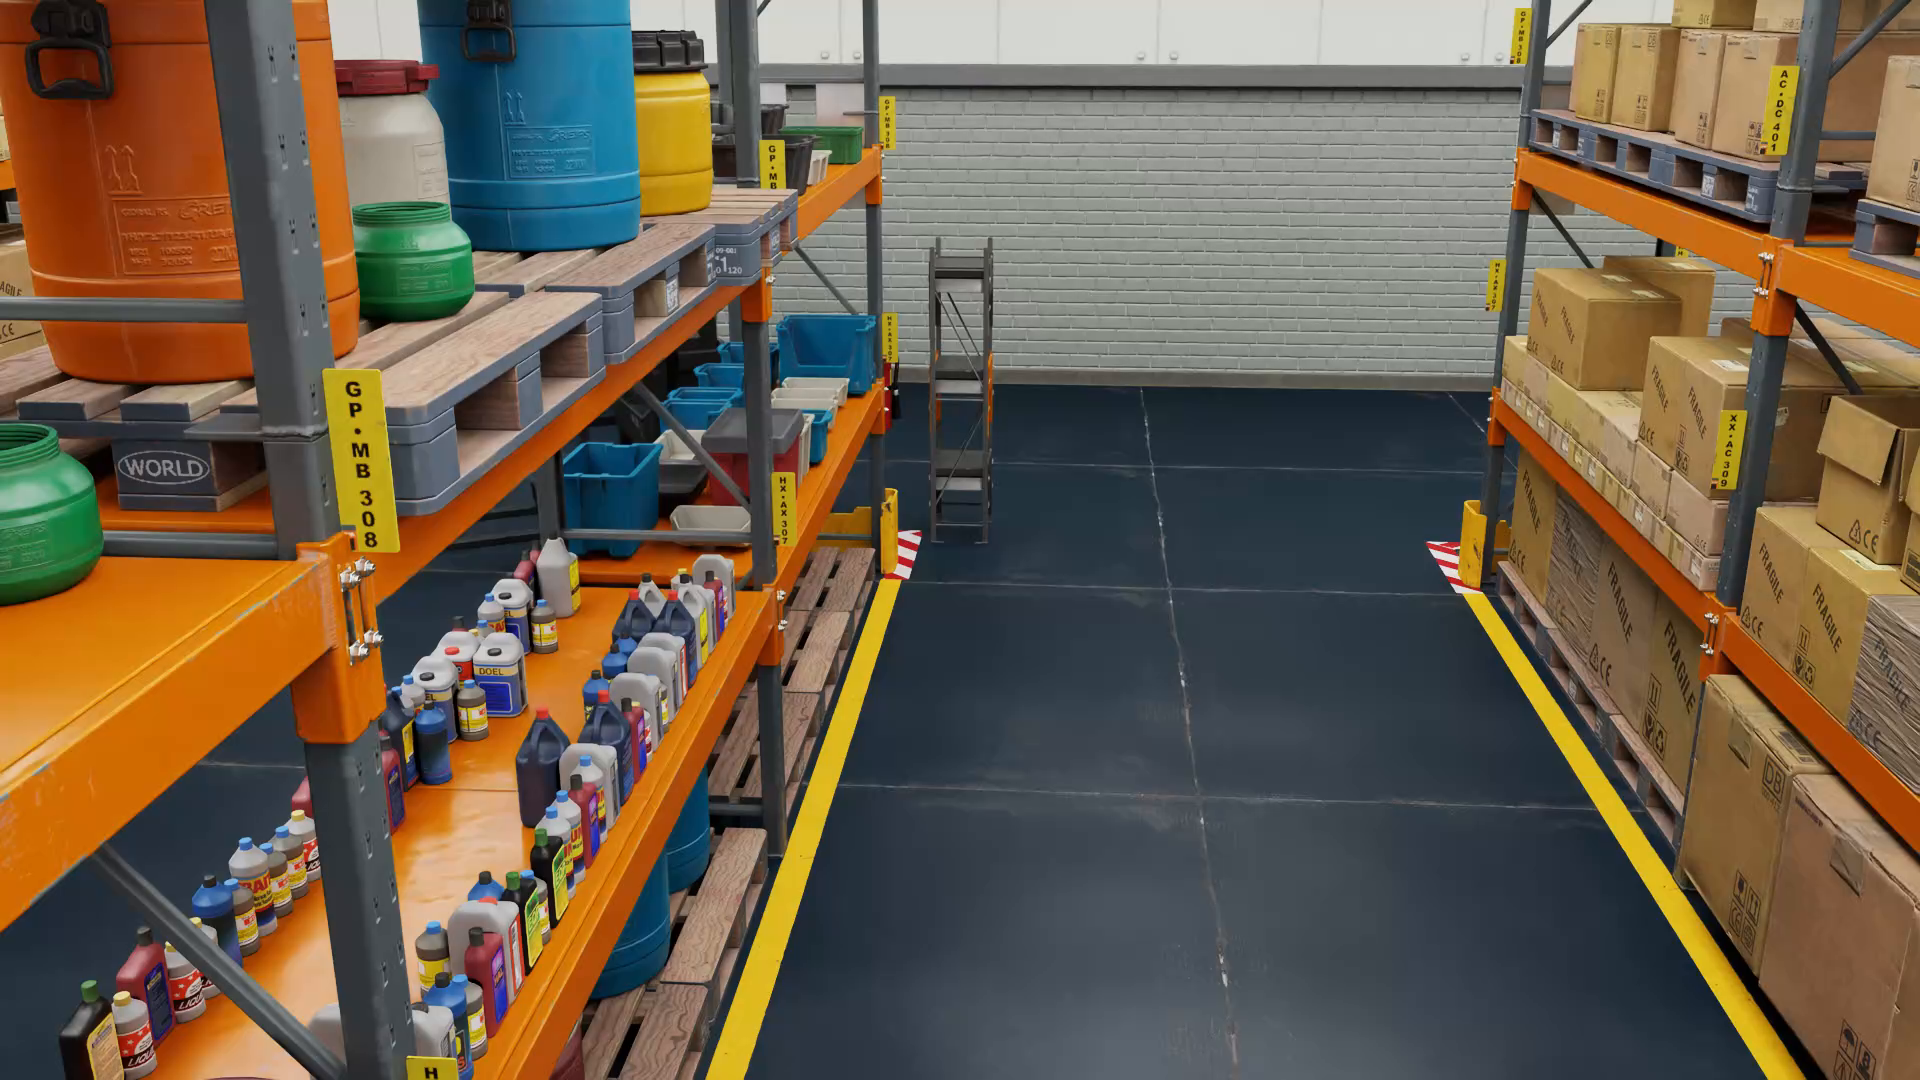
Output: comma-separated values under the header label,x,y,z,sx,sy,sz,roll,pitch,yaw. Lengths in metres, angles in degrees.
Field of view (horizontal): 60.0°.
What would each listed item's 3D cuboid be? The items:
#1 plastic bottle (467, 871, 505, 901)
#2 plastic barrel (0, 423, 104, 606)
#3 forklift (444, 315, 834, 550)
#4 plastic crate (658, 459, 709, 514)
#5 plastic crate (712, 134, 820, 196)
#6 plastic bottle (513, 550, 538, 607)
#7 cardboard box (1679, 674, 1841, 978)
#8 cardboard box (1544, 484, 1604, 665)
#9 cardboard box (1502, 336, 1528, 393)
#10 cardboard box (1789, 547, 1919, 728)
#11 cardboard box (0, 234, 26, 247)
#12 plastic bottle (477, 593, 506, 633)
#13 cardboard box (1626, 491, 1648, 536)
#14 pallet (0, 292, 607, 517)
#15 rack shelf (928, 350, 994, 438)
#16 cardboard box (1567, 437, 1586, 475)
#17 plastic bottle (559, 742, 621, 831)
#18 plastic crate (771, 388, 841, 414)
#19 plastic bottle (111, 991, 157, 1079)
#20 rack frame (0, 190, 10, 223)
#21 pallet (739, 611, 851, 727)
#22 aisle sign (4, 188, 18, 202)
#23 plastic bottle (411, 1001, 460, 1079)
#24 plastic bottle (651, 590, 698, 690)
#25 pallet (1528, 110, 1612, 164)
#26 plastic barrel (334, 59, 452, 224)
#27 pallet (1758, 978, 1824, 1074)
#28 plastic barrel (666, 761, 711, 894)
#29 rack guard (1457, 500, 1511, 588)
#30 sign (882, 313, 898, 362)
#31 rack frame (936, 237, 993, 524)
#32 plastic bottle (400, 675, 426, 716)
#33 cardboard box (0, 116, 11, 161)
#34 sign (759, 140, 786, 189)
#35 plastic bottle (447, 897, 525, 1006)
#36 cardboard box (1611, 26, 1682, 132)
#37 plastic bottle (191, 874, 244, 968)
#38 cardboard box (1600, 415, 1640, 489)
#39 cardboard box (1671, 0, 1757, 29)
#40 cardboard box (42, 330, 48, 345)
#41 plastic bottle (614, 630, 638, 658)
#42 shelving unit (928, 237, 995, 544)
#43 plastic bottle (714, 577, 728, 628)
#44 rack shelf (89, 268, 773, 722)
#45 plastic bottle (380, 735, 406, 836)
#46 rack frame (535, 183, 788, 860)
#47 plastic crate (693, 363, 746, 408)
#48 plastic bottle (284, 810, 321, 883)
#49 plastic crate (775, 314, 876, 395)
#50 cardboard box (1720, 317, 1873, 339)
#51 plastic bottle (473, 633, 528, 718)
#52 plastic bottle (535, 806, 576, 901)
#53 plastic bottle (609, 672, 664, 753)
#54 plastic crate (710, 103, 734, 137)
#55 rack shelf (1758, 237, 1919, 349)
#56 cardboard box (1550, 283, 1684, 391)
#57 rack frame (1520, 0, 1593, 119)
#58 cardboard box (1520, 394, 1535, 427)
label,x,y,z,sx,sy,sz,roll,pitch,yaw
plastic bottle,-1.219,0.985,4.307,0.097,0.271,0.097,0,18,0
plastic barrel,-1.547,-0.042,2.667,0.294,0.245,0.294,0,18,0
forklift,-2.478,-1.400,11.489,3.031,2.935,1.130,-8,20,-23
plastic crate,-1.481,-0.262,8.252,0.437,0.125,0.590,1,18,4
plastic crate,-0.931,-1.754,7.851,0.497,0.269,0.590,1,18,4
plastic bottle,-1.755,0.190,6.712,0.061,0.283,0.133,1,18,4
cardboard box,3.621,1.109,6.459,1.225,0.875,0.875,1,18,4
cardboard box,3.902,0.151,9.384,0.875,0.875,0.875,1,18,4
cardboard box,3.630,-1.070,10.134,0.500,0.250,0.500,1,18,2
cardboard box,3.329,0.346,5.891,0.500,0.500,0.500,1,18,4
cardboard box,-5.740,-1.586,10.181,0.500,0.500,0.500,2,18,5
plastic bottle,-1.769,0.334,6.292,0.097,0.271,0.097,0,18,0
cardboard box,3.397,-0.123,7.883,0.380,0.149,0.250,2,18,5
pallet,-1.428,-0.340,3.629,1.003,0.211,1.213,1,18,4
rack shelf,0.012,-1.036,11.757,0.431,0.518,0.480,1,18,4
cardboard box,3.470,-0.443,8.860,0.380,0.149,0.250,1,18,3
plastic bottle,-1.127,0.732,5.070,0.152,0.276,0.135,1,18,4
plastic crate,-0.920,-0.809,9.903,0.396,0.136,0.243,1,18,4
plastic bottle,-1.950,1.155,3.899,0.097,0.201,0.097,0,18,0
rack frame,-5.947,-1.365,11.272,1.000,3.000,0.127,1,18,4
pallet,-1.195,0.705,9.433,1.003,0.211,1.213,1,18,4
aisle sign,-6.235,-2.628,10.951,0.394,0.787,0.004,1,18,4
plastic bottle,-1.227,1.163,3.755,0.152,0.276,0.135,1,18,4
plastic bottle,-1.046,0.363,6.078,0.144,0.351,0.185,1,18,4
pallet,3.891,-2.295,9.436,1.003,0.211,1.213,1,18,4
plastic barrel,-1.604,-1.012,4.485,0.433,0.535,0.433,0,18,0
pallet,3.667,1.666,6.500,1.003,0.211,1.213,1,18,4
plastic barrel,-1.350,0.955,6.886,0.600,0.901,0.708,1,18,4
rack guard,3.935,0.038,11.005,1.175,0.500,0.348,1,18,4
sign,-0.457,-1.324,10.883,0.100,0.325,0.005,1,18,4
rack frame,0.029,-1.125,11.984,0.400,2.100,0.015,1,18,4
plastic bottle,-1.825,0.580,5.541,0.097,0.271,0.097,0,18,0
cardboard box,-5.768,-2.399,9.850,0.500,0.250,0.500,1,18,4
sign,-0.745,-1.428,6.632,0.100,0.325,0.005,1,18,4
plastic bottle,-1.194,1.019,4.194,0.152,0.276,0.135,1,18,4
cardboard box,3.800,-2.366,8.515,0.700,0.500,0.500,0,18,0
plastic bottle,-1.920,0.990,4.292,0.097,0.271,0.097,0,18,0
cardboard box,3.488,-0.433,8.190,0.500,0.250,0.500,2,18,5
cardboard box,3.779,-2.592,7.999,0.500,0.250,0.500,1,18,2
cardboard box,-5.741,-1.106,10.321,0.500,0.500,0.500,1,18,4
plastic bottle,-1.187,0.453,5.930,0.097,0.271,0.097,0,18,0
shelving unit,0.012,-1.049,11.753,0.431,2.100,0.503,1,18,4
plastic bottle,-0.980,0.250,6.663,0.097,0.201,0.097,0,18,0
rack shelf,-1.437,-0.473,4.889,1.077,0.370,4.000,1,18,4
plastic bottle,-1.738,0.742,5.027,0.061,0.283,0.133,1,18,4
rack frame,-1.294,-0.011,7.139,1.000,3.000,0.127,1,18,4
plastic crate,-1.400,-0.928,10.112,0.416,0.233,0.300,1,18,4
plastic bottle,-1.885,0.872,4.764,0.097,0.201,0.097,0,18,0
plastic crate,-0.845,-1.190,10.586,0.616,0.435,0.499,1,18,4
cardboard box,4.012,-0.784,8.058,0.500,0.500,0.500,1,18,2
plastic bottle,-1.621,0.474,5.858,0.152,0.276,0.135,1,18,4
plastic bottle,-1.132,0.873,4.648,0.097,0.271,0.097,0,18,0
plastic bottle,-1.088,0.562,5.591,0.152,0.276,0.135,1,18,4
plastic crate,-1.390,-2.181,9.044,0.504,0.338,0.767,1,18,4
rack shelf,3.503,-0.363,4.551,1.077,0.370,4.000,1,18,4
cardboard box,3.563,-1.110,9.051,0.500,0.500,0.500,1,18,2
rack frame,3.933,-3.994,9.659,1.000,3.000,0.127,1,18,4
cardboard box,3.544,-0.761,9.832,0.380,0.149,0.250,1,18,3
